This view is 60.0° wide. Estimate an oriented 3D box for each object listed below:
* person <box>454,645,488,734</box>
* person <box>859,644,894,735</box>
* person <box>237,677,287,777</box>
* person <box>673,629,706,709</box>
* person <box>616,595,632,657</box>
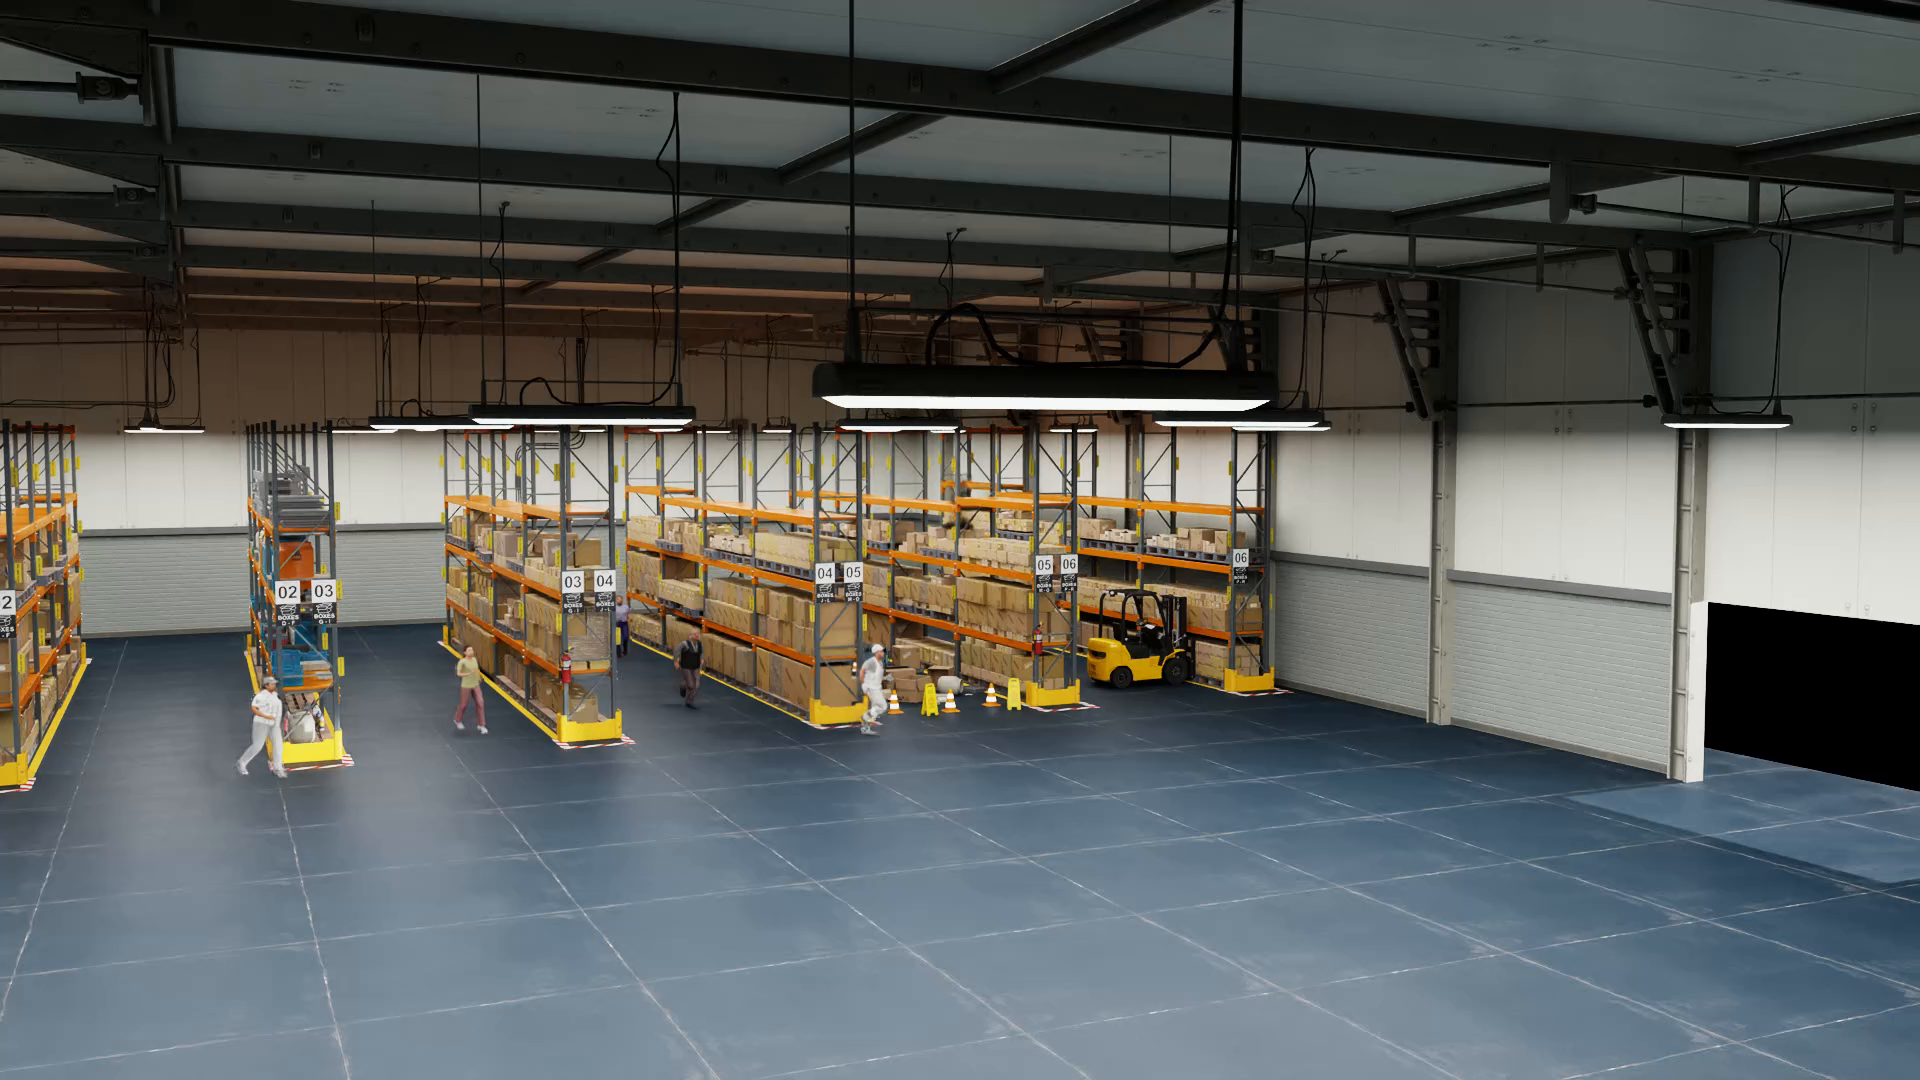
[{"bbox_3d":[-9.466,2.866,32.089,0.882,1.688,0.571,3,5,44],"label":"person"},{"bbox_3d":[-1.587,2.863,31.807,0.616,1.732,0.661,1,4,14],"label":"person"},{"bbox_3d":[-11.676,3.141,28.065,0.913,1.659,0.692,1,4,21],"label":"person"},{"bbox_3d":[-5.672,2.718,35.026,0.694,1.673,0.680,-3,4,-37],"label":"person"},{"bbox_3d":[-8.744,2.234,42.910,0.592,1.609,0.577,-1,4,-18],"label":"person"}]
